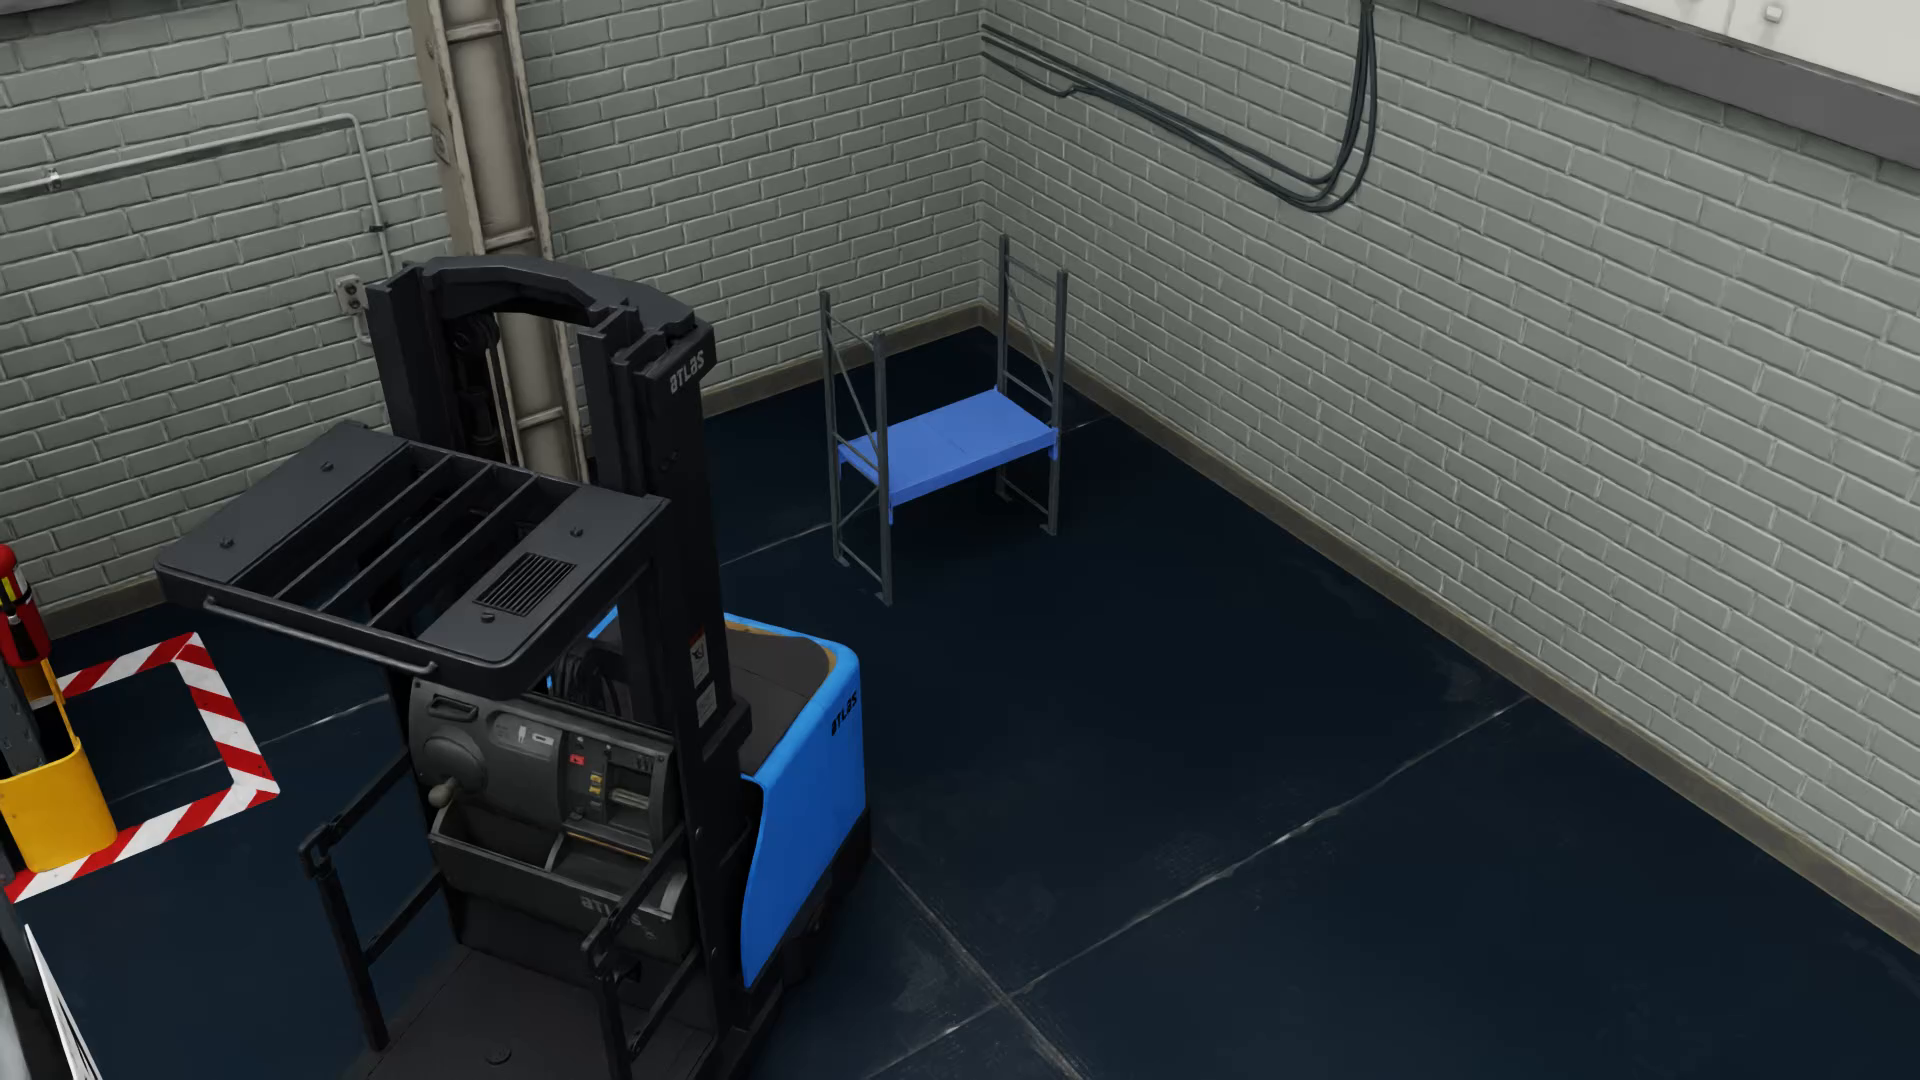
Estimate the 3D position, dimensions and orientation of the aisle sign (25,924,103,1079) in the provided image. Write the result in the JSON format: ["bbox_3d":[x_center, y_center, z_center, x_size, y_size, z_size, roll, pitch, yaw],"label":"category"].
[{"bbox_3d":[-1.201,0.955,2.440,0.004,0.787,0.394,-22,41,-28],"label":"aisle sign"}]

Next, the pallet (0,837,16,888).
[{"bbox_3d":[-4.553,1.249,6.646,1.213,0.211,1.003,-22,41,-28],"label":"pallet"}]

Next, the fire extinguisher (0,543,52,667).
[{"bbox_3d":[-3.556,0.163,6.154,0.183,0.674,0.296,-22,41,-28],"label":"fire extinguisher"}]

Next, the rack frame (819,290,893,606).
[{"bbox_3d":[-0.485,-0.409,7.848,0.032,1.500,0.500,-22,41,-28],"label":"rack frame"}]

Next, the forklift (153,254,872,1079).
[{"bbox_3d":[-1.389,0.769,4.984,1.130,2.935,3.031,14,38,18],"label":"forklift"}]

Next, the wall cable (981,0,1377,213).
[{"bbox_3d":[0.884,-3.096,7.821,0.112,2.526,3.097,-22,41,-28],"label":"wall cable"}]

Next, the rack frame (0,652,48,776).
[{"bbox_3d":[-3.945,-0.189,6.258,0.127,3.000,1.000,-22,41,-28],"label":"rack frame"}]

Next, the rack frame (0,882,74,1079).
[{"bbox_3d":[-1.088,-0.262,1.221,0.127,3.000,1.000,-22,41,-28],"label":"rack frame"}]

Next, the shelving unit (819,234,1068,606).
[{"bbox_3d":[-0.070,-0.580,8.086,1.048,1.500,0.538,-22,41,-28],"label":"shelving unit"}]

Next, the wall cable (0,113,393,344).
[{"bbox_3d":[-3.443,-1.484,7.188,1.851,1.984,0.084,-22,41,-28],"label":"wall cable"}]

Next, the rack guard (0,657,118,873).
[{"bbox_3d":[-3.925,0.817,6.999,0.348,0.500,1.175,-22,41,-28],"label":"rack guard"}]

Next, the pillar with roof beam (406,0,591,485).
[{"bbox_3d":[0.244,-1.891,3.486,0.400,9.000,9.100,-22,41,-28],"label":"pillar with roof beam"}]

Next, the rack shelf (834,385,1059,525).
[{"bbox_3d":[-0.070,-0.434,8.191,1.000,0.185,0.538,-22,41,-28],"label":"rack shelf"}]

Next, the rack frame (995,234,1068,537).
[{"bbox_3d":[0.346,-0.751,8.323,0.032,1.500,0.500,-22,41,-28],"label":"rack frame"}]
